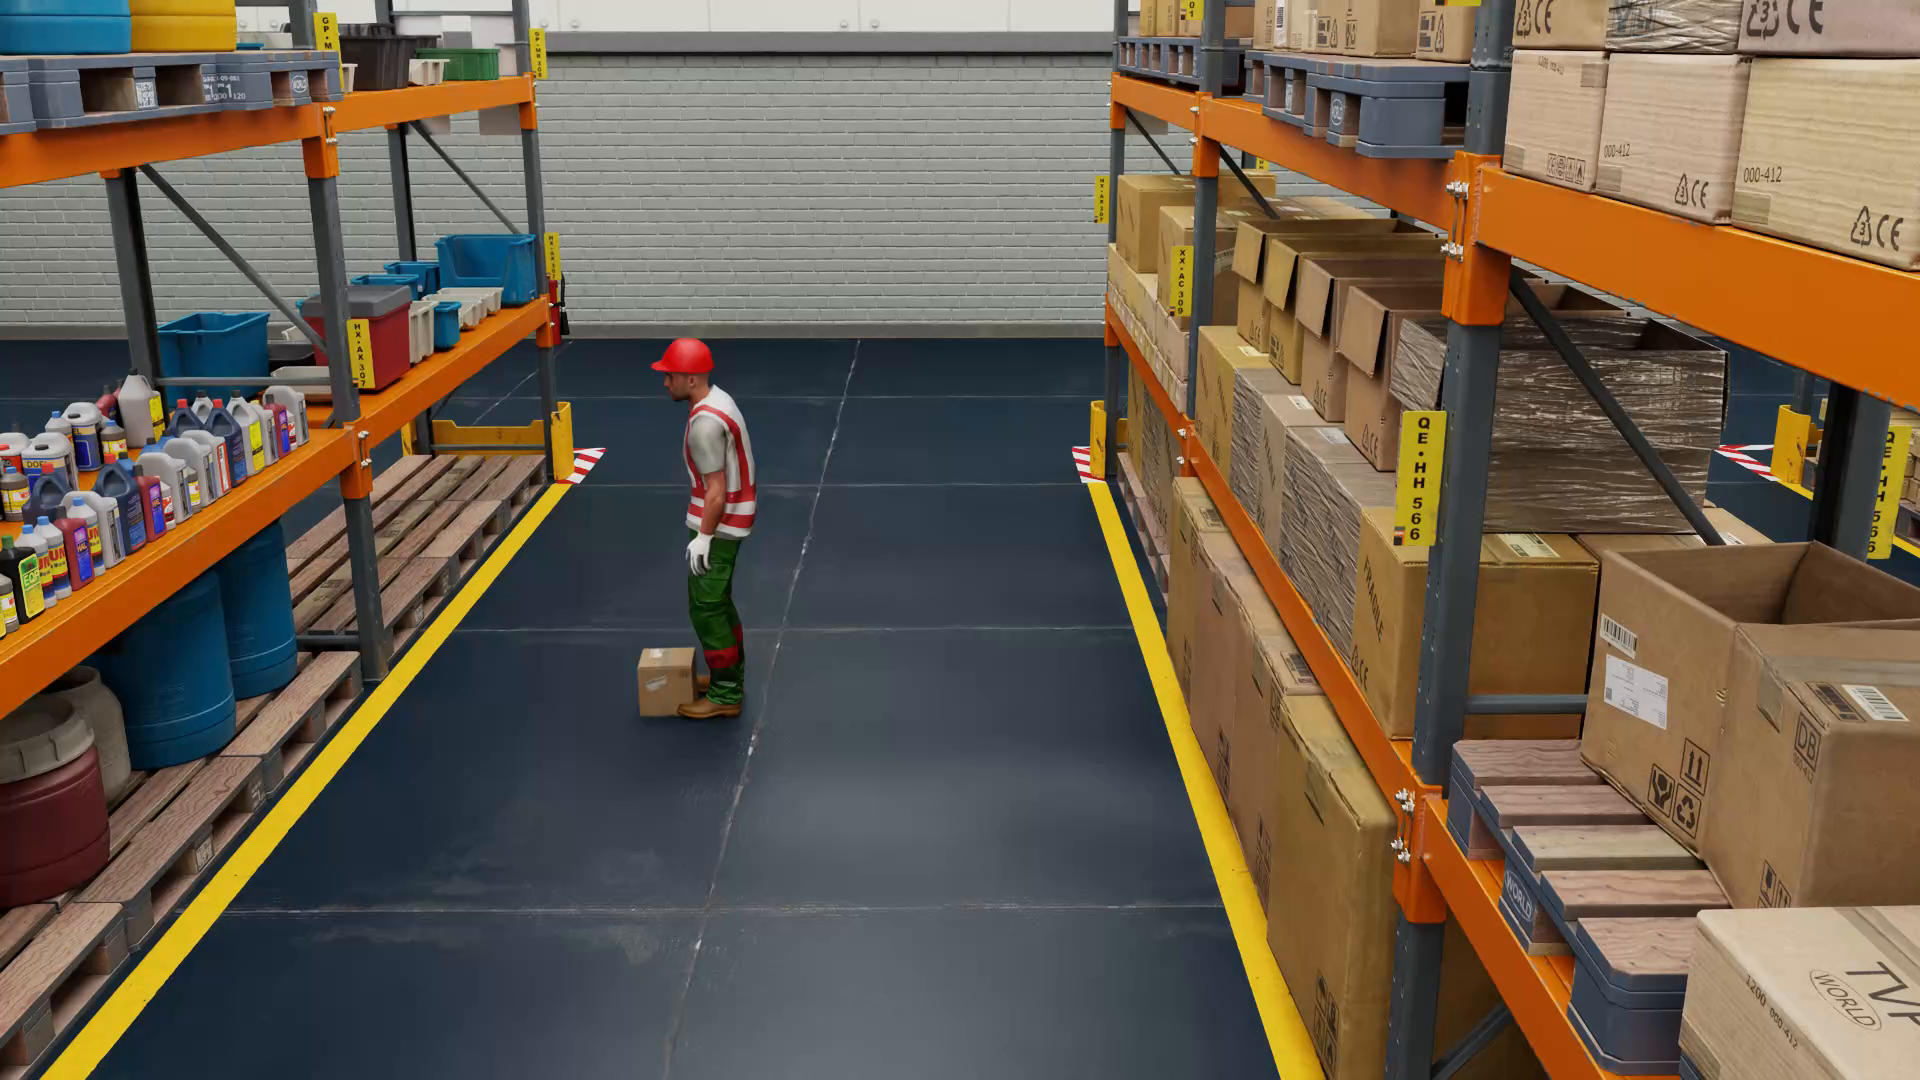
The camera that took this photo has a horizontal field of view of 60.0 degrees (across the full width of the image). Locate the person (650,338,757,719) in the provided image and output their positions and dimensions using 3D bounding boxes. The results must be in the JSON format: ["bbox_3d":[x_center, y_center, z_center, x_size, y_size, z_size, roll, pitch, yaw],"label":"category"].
[{"bbox_3d":[-1.163,-0.057,7.705,0.449,1.778,0.595,-1,17,-3],"label":"person"}]
